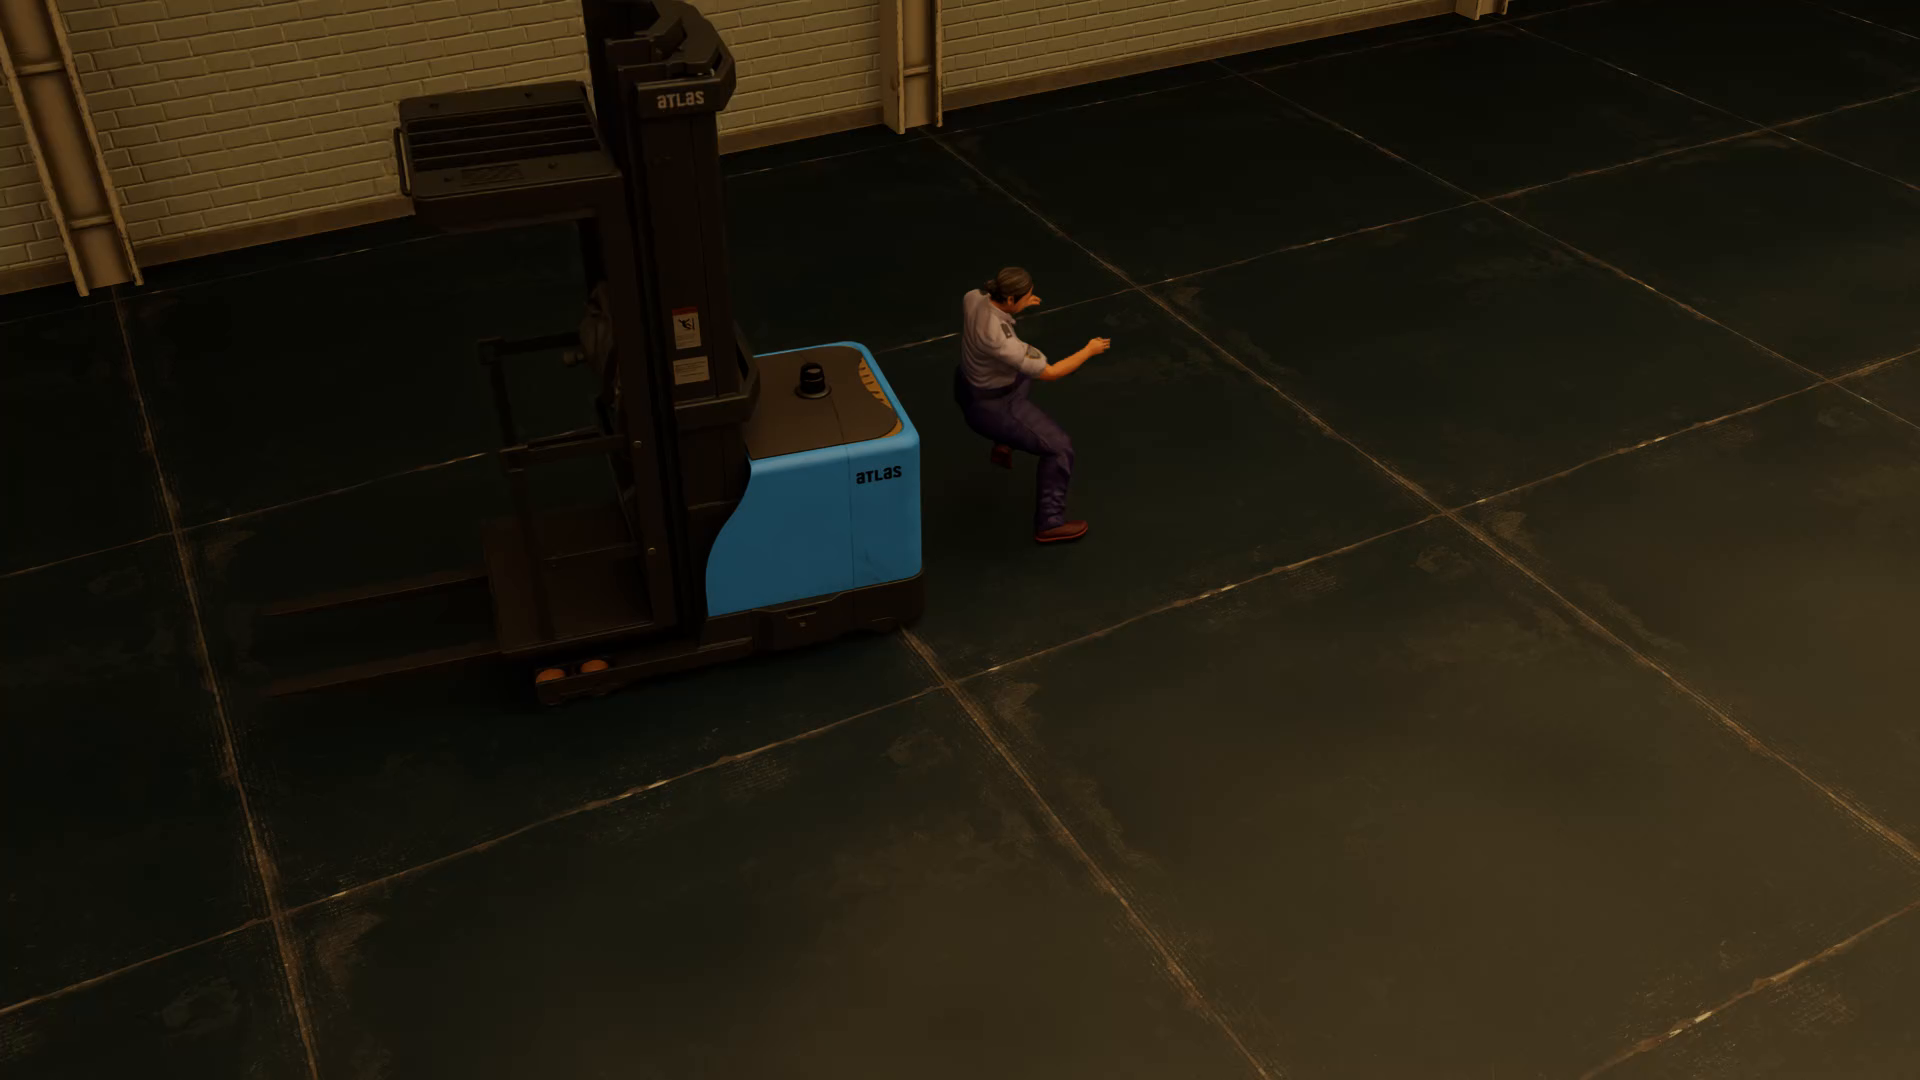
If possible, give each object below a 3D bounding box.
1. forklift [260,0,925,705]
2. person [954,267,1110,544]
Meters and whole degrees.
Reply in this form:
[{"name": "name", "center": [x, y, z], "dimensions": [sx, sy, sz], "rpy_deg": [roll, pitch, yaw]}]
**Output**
[{"name": "forklift", "center": [-1.743, -0.787, 7.236], "dimensions": [3.031, 2.935, 1.130], "rpy_deg": [-11, 37, -15]}, {"name": "person", "center": [0.360, -0.806, 8.571], "dimensions": [0.740, 1.413, 0.909], "rpy_deg": [-12, 37, -16]}]
